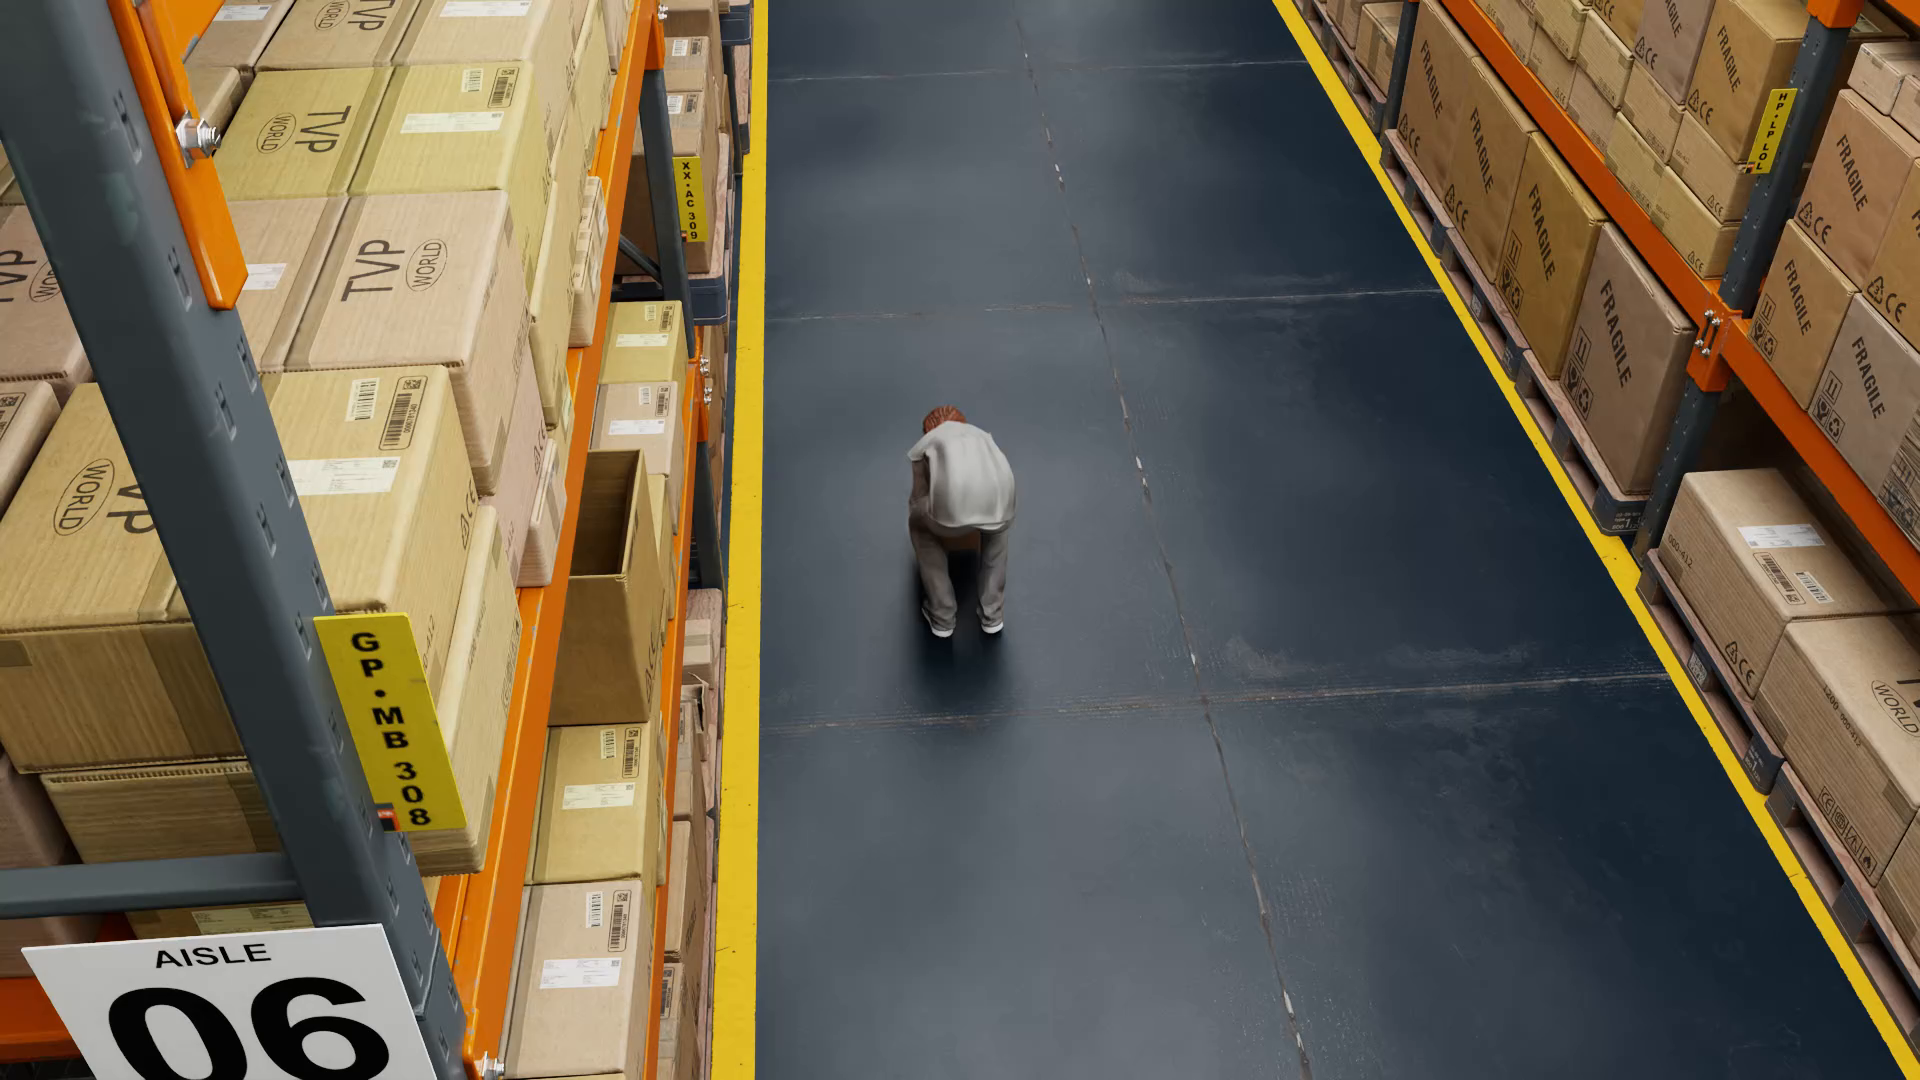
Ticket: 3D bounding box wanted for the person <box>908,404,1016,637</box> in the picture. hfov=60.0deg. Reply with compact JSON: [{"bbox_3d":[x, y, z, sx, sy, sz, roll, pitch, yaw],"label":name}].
[{"bbox_3d":[-0.010,-0.115,6.839,0.418,0.911,0.858,-7,40,-8],"label":"person"}]
